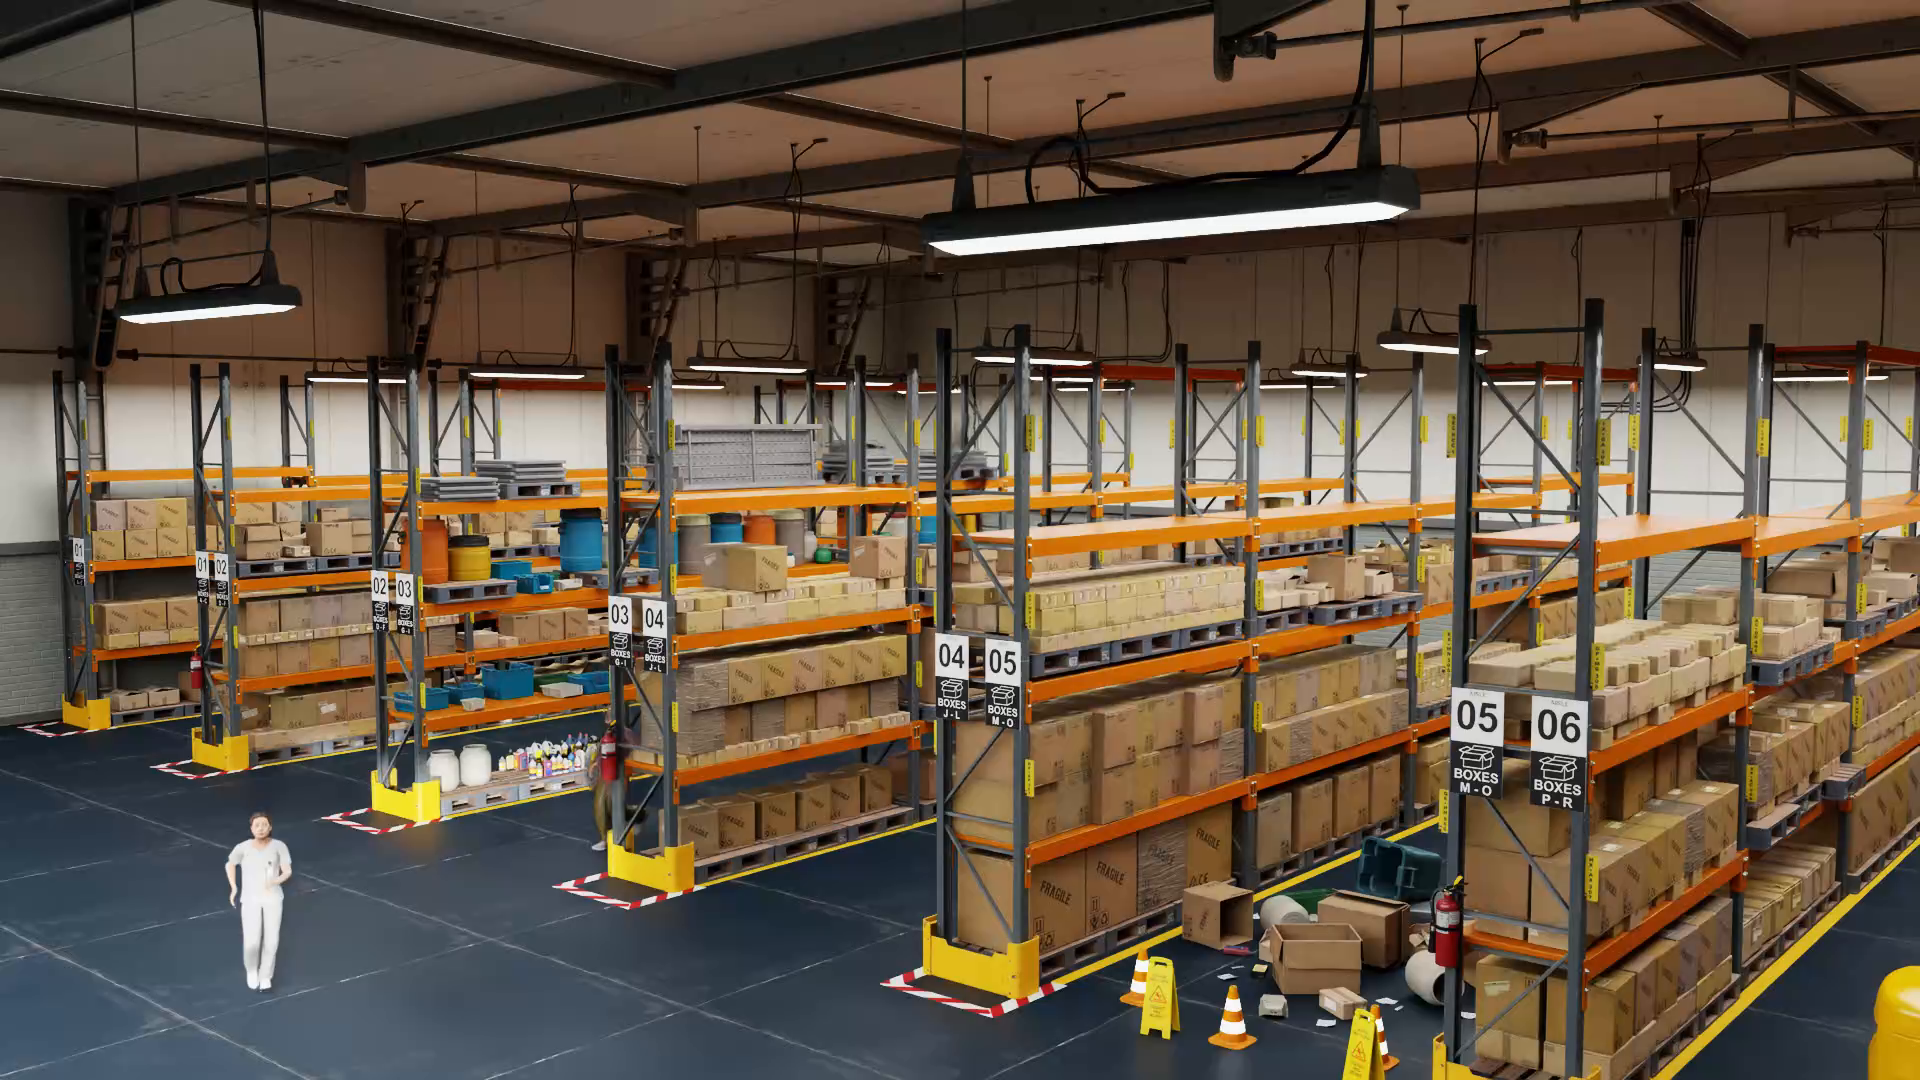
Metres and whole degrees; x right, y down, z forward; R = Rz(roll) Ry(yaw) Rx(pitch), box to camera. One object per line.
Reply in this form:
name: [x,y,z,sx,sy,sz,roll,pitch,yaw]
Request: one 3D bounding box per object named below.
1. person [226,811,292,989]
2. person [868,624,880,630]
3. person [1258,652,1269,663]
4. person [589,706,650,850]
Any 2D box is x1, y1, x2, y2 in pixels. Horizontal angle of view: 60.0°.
person: [-6.275,3.255,14.916,0.544,1.630,0.609,-2,5,-25]
person: [-1.553,1.913,32.759,0.643,1.841,0.817,2,5,28]
person: [4.577,2.472,25.181,0.636,1.813,0.835,3,5,34]
person: [-4.128,2.810,20.084,0.751,1.666,0.767,3,5,40]
